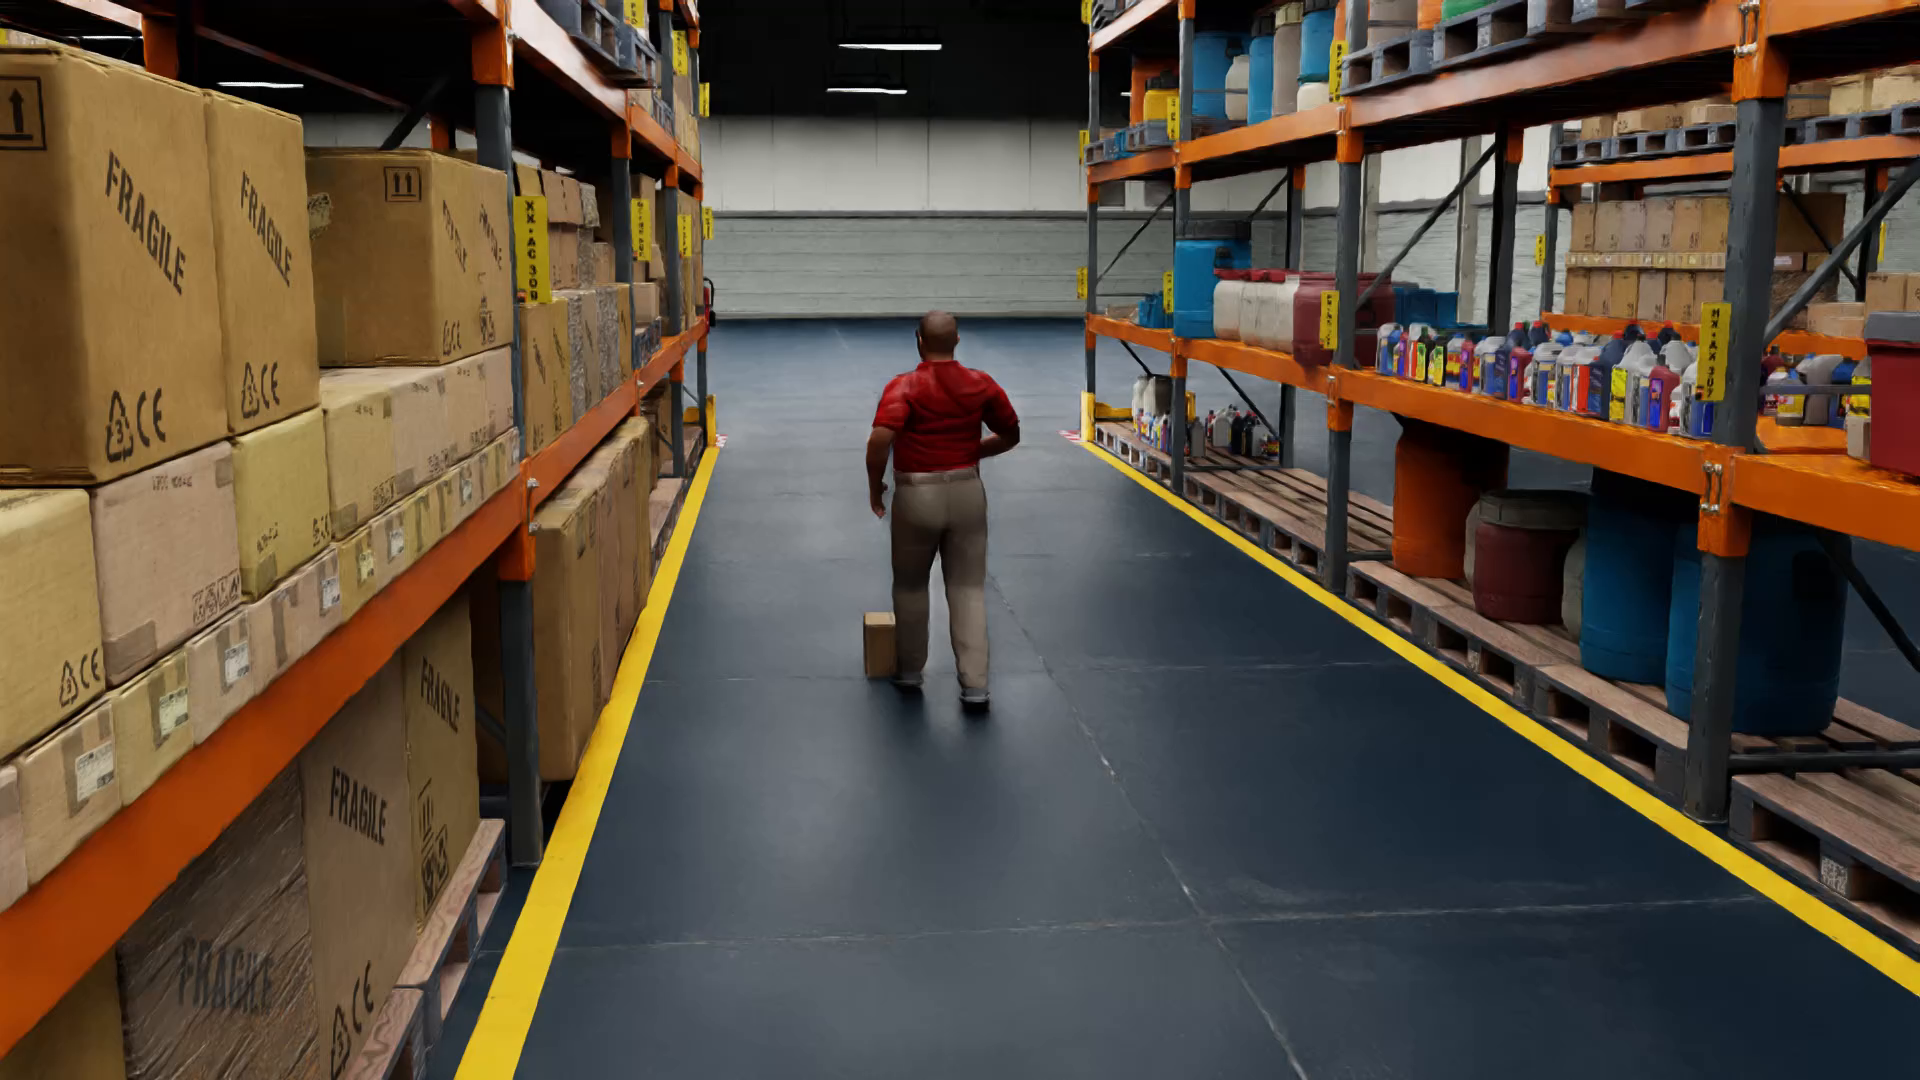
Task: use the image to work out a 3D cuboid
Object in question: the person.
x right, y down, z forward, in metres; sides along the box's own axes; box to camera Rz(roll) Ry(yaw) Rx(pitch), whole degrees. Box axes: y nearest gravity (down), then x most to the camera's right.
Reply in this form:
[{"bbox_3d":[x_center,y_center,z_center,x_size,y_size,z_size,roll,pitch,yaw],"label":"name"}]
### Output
[{"bbox_3d":[-0.128,-0.148,7.302,0.710,1.727,0.750,-3,10,-16],"label":"person"}]
